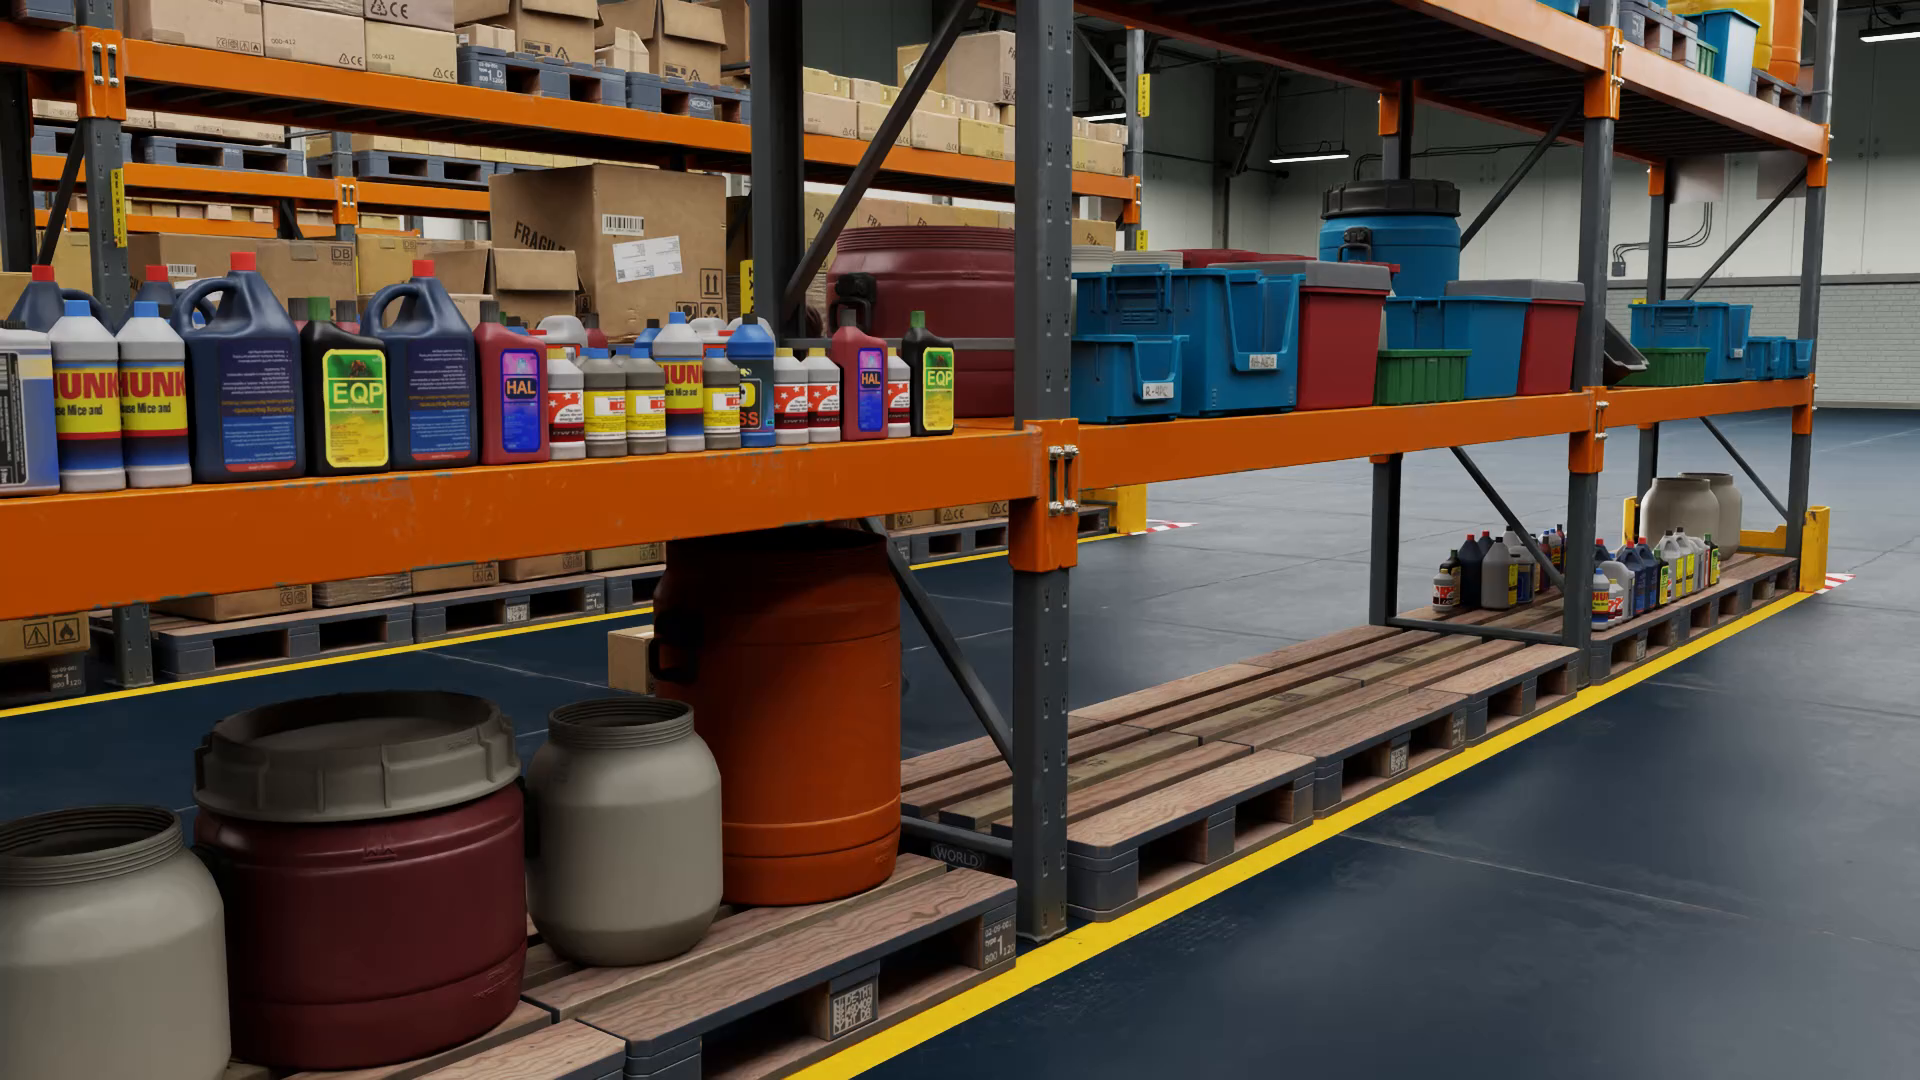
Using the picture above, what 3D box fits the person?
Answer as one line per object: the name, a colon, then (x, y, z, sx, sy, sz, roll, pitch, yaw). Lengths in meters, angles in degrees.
person: (-0.566, -0.123, 6.684, 0.614, 1.670, 0.526, 7, 9, 44)
